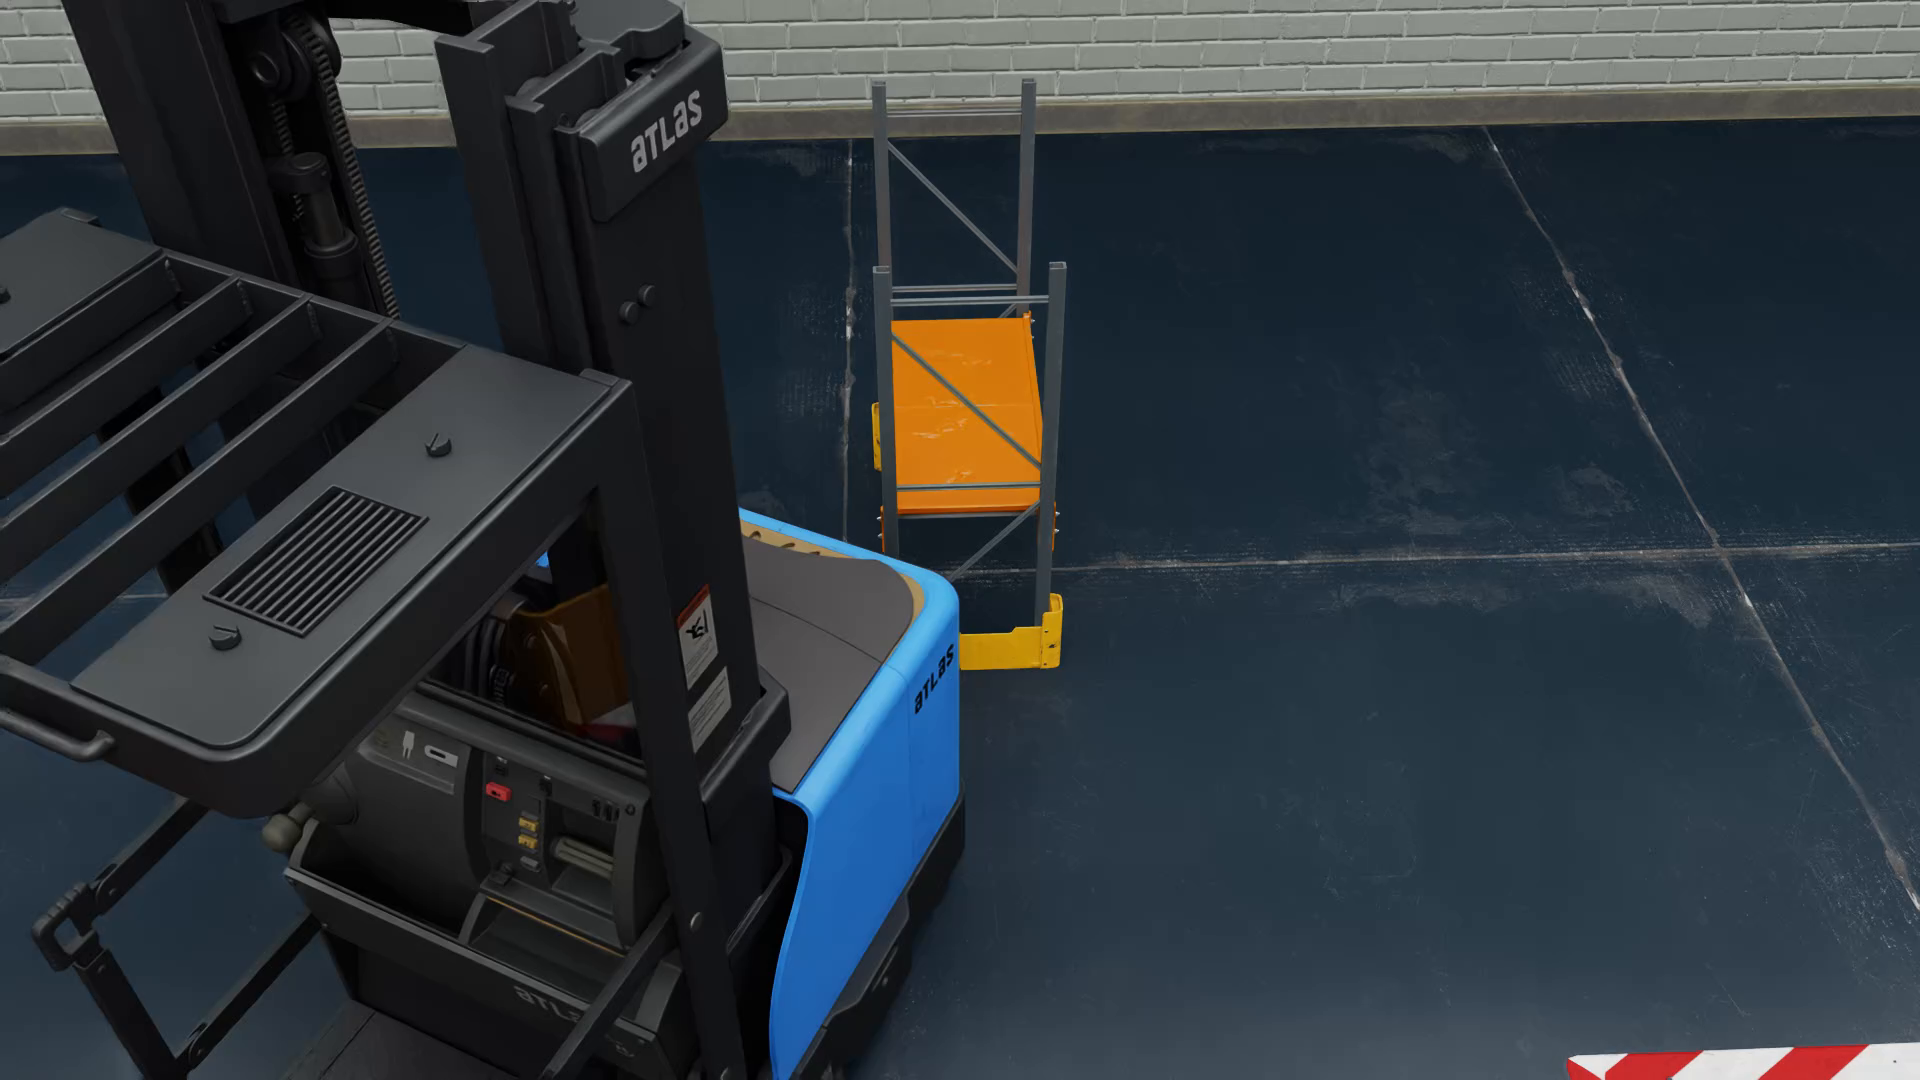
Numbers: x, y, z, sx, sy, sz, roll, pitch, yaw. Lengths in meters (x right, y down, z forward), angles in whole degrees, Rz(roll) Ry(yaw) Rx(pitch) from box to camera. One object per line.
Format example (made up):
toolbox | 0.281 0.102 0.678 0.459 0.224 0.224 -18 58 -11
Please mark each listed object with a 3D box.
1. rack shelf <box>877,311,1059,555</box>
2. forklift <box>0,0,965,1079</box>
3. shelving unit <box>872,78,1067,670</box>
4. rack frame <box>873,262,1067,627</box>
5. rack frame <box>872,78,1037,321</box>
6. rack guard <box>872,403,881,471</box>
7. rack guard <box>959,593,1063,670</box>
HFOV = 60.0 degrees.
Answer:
rack shelf | 0.004 -0.363 5.302 0.538 0.185 1.000 -2 43 -2
forklift | -1.074 0.567 2.963 1.130 2.935 3.031 18 45 18
shelving unit | 0.003 -0.501 5.187 0.587 1.500 1.083 -2 43 -2
rack frame | 0.025 -0.152 4.806 0.500 1.500 0.032 -2 43 -2
rack frame | -0.018 -0.838 5.555 0.500 1.500 0.032 -2 43 -2
rack guard | -0.018 -0.377 5.976 0.587 0.250 0.087 -2 43 -2
rack guard | 0.024 0.296 5.243 0.587 0.250 0.087 -2 43 -2
